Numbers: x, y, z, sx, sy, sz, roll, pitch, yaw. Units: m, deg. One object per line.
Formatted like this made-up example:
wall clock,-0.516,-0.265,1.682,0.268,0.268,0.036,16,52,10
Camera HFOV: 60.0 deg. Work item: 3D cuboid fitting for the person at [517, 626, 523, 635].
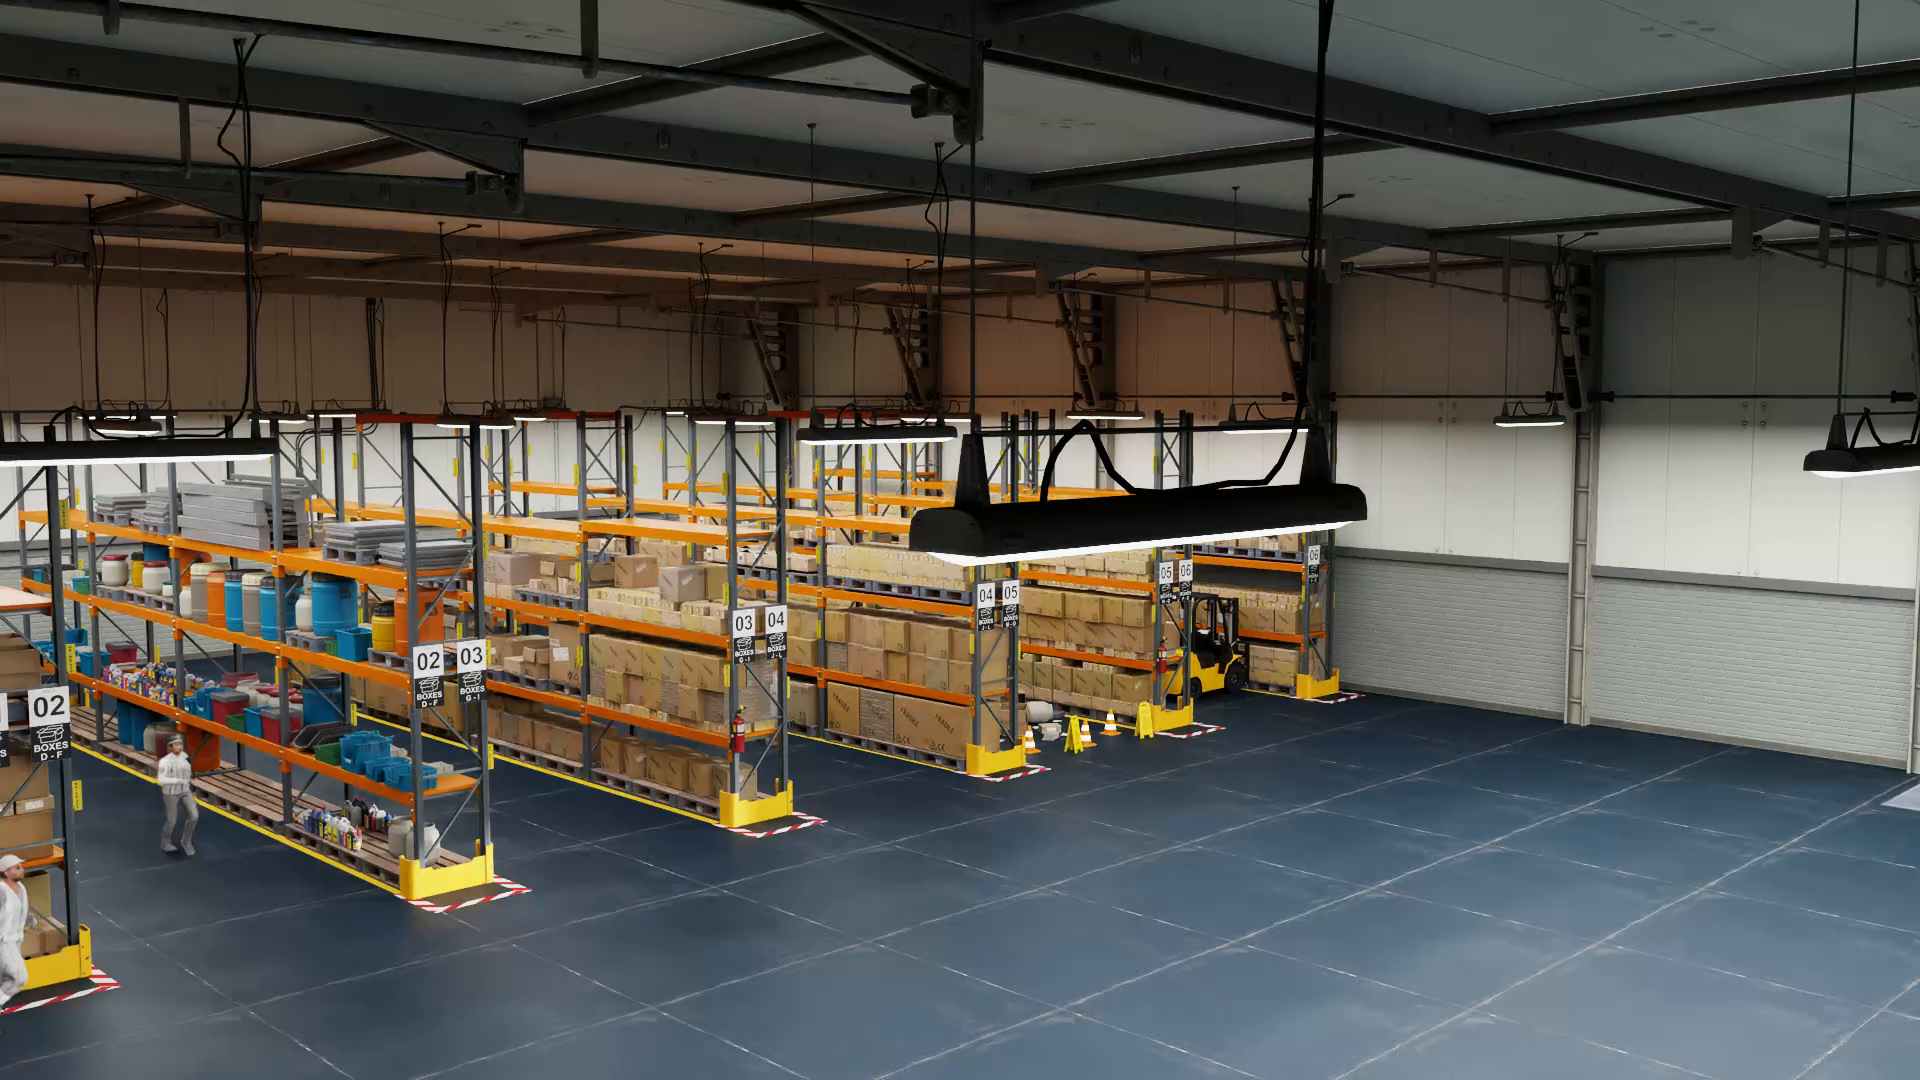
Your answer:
person,-8.939,2.574,33.406,0.569,1.731,0.721,5,7,43

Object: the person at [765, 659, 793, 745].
person,-3.281,2.906,30.019,0.576,1.638,0.591,4,7,41

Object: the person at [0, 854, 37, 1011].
person,-9.518,4.017,16.591,0.615,1.744,0.673,0,5,-4

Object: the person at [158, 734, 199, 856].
person,-10.756,3.516,22.889,0.725,1.726,0.569,3,6,33
